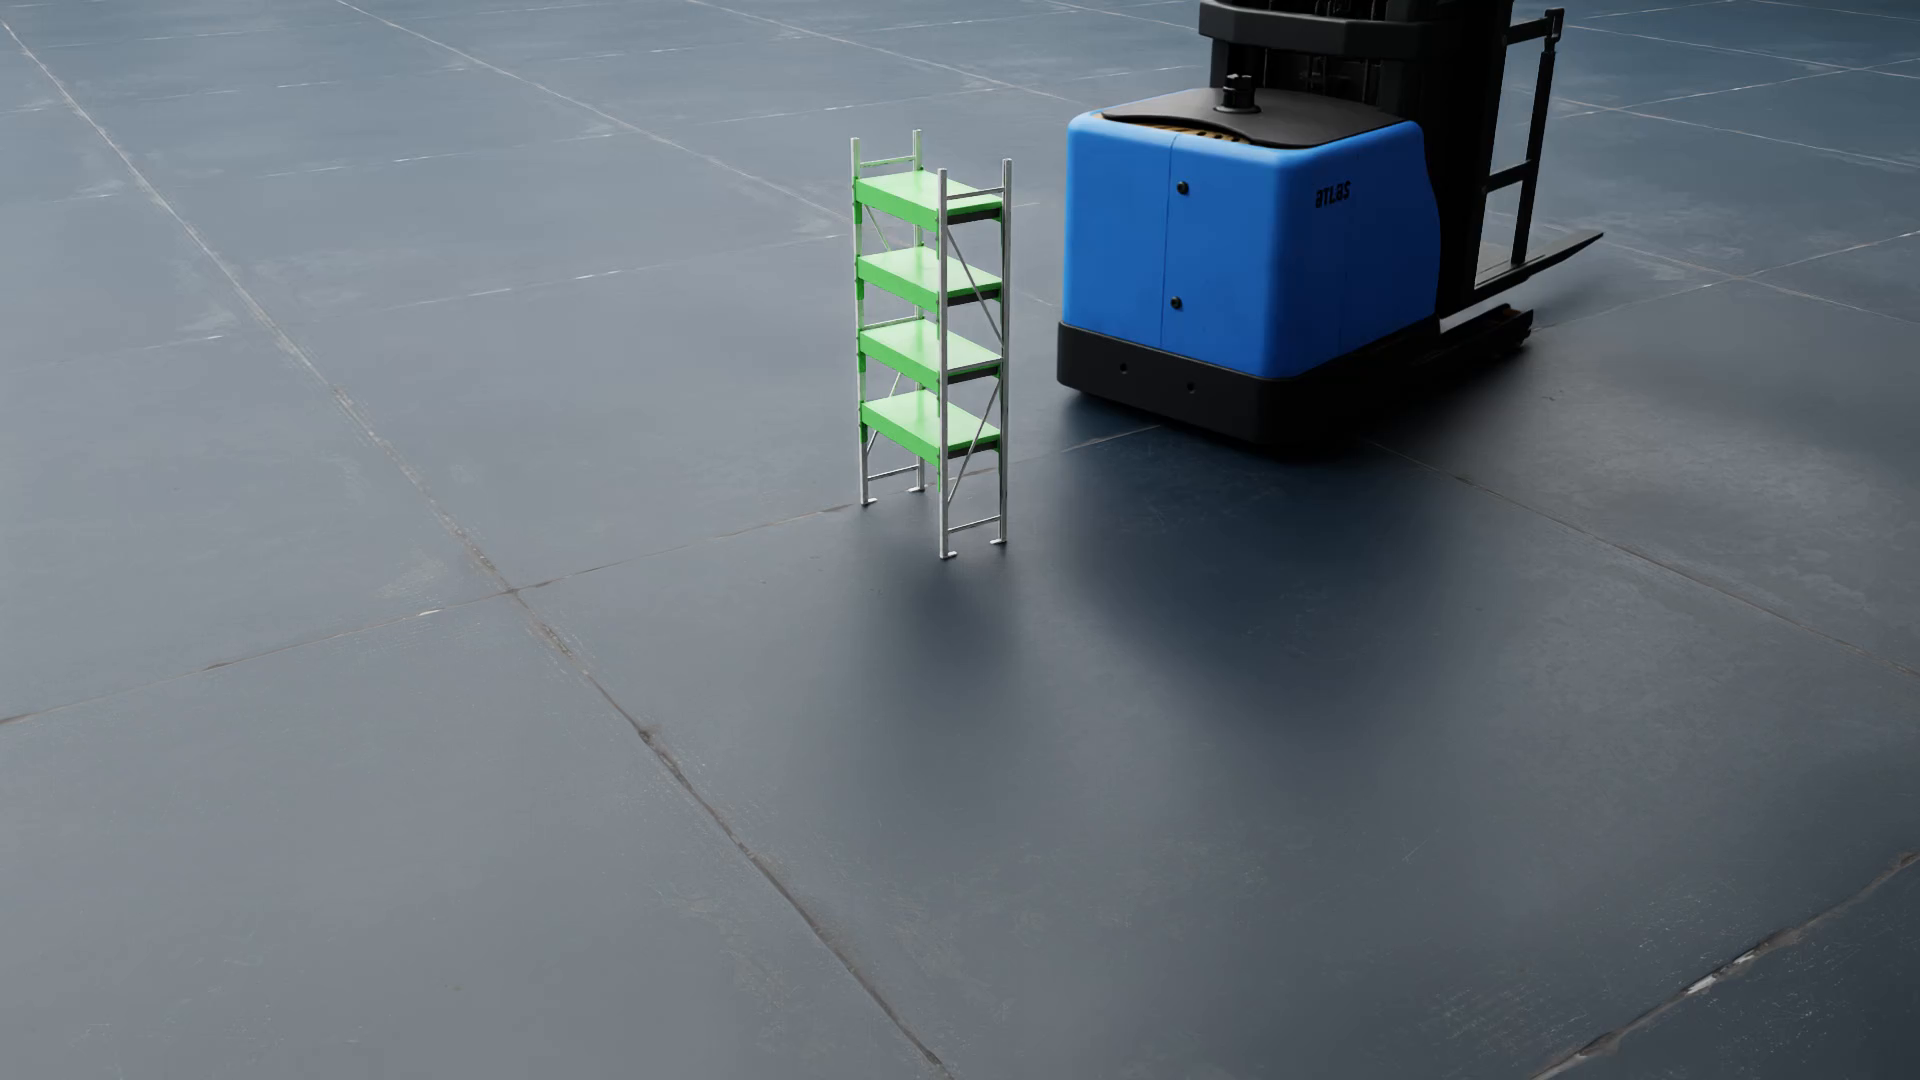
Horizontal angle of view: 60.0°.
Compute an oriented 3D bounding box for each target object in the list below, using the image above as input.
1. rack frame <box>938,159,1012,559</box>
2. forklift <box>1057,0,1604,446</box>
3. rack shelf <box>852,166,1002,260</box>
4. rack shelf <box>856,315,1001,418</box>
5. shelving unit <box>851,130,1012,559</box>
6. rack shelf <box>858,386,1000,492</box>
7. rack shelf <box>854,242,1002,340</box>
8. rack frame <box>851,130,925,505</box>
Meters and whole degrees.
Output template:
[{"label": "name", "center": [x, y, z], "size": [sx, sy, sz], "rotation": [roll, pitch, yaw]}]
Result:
[{"label": "rack frame", "center": [0.043, -0.515, 4.934], "size": [0.240, 1.200, 0.015], "rotation": [-16, 29, -30]}, {"label": "forklift", "center": [1.743, -2.195, 6.466], "size": [1.130, 2.935, 3.031], "rotation": [22, 33, 38]}, {"label": "rack shelf", "center": [-0.090, -0.978, 4.942], "size": [0.258, 0.148, 0.480], "rotation": [-16, 29, -30]}, {"label": "rack shelf", "center": [-0.090, -0.544, 5.147], "size": [0.258, 0.148, 0.480], "rotation": [-16, 29, -30]}, {"label": "shelving unit", "center": [-0.090, -0.602, 5.119], "size": [0.258, 1.200, 0.503], "rotation": [-16, 29, -30]}, {"label": "rack shelf", "center": [-0.090, -0.327, 5.249], "size": [0.258, 0.148, 0.480], "rotation": [-16, 29, -30]}, {"label": "rack shelf", "center": [-0.090, -0.761, 5.044], "size": [0.258, 0.148, 0.480], "rotation": [-16, 29, -30]}, {"label": "rack frame", "center": [-0.224, -0.689, 5.304], "size": [0.240, 1.200, 0.015], "rotation": [-16, 29, -30]}]
